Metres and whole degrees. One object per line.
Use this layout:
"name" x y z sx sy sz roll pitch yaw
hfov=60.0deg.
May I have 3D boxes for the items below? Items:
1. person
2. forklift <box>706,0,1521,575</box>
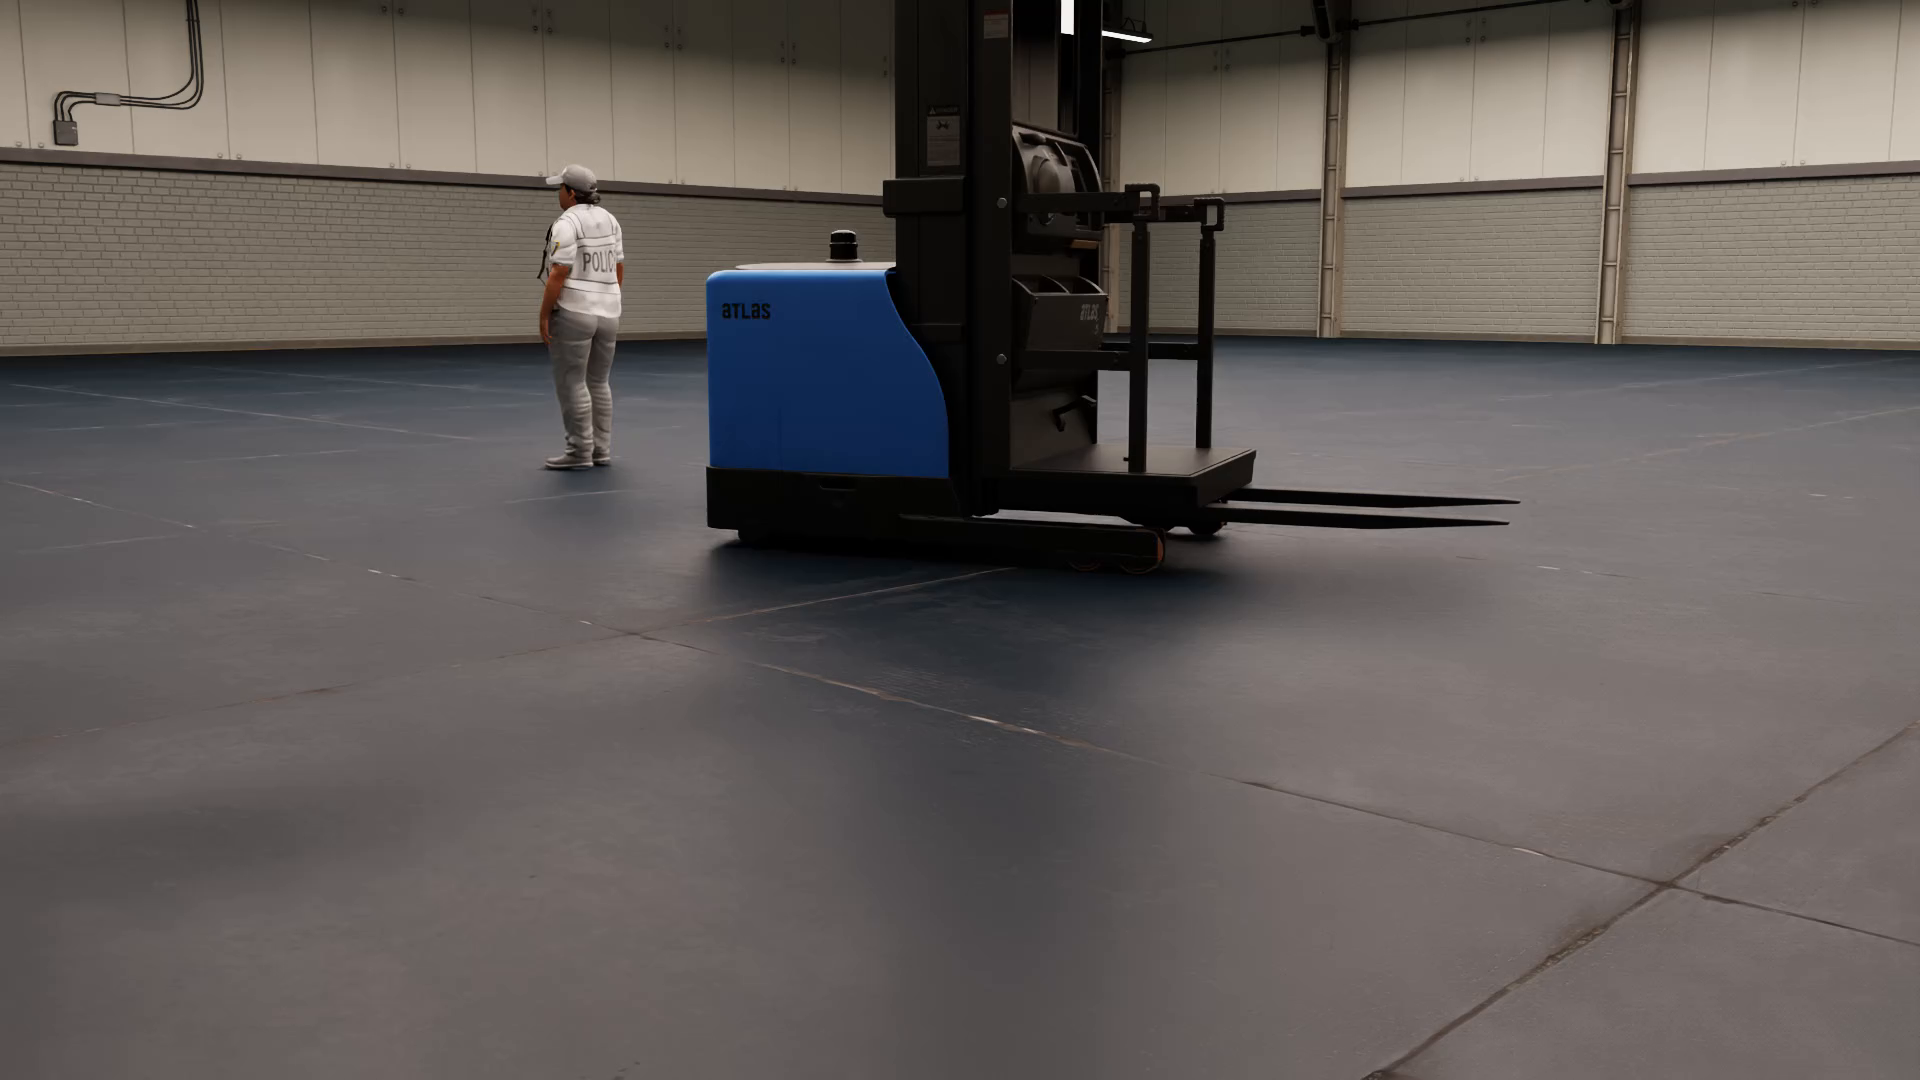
"person" -2.161 -1.237 9.291 0.529 1.670 0.596 5 10 30
"forklift" 0.565 -1.416 6.275 3.031 2.935 1.130 3 9 22
